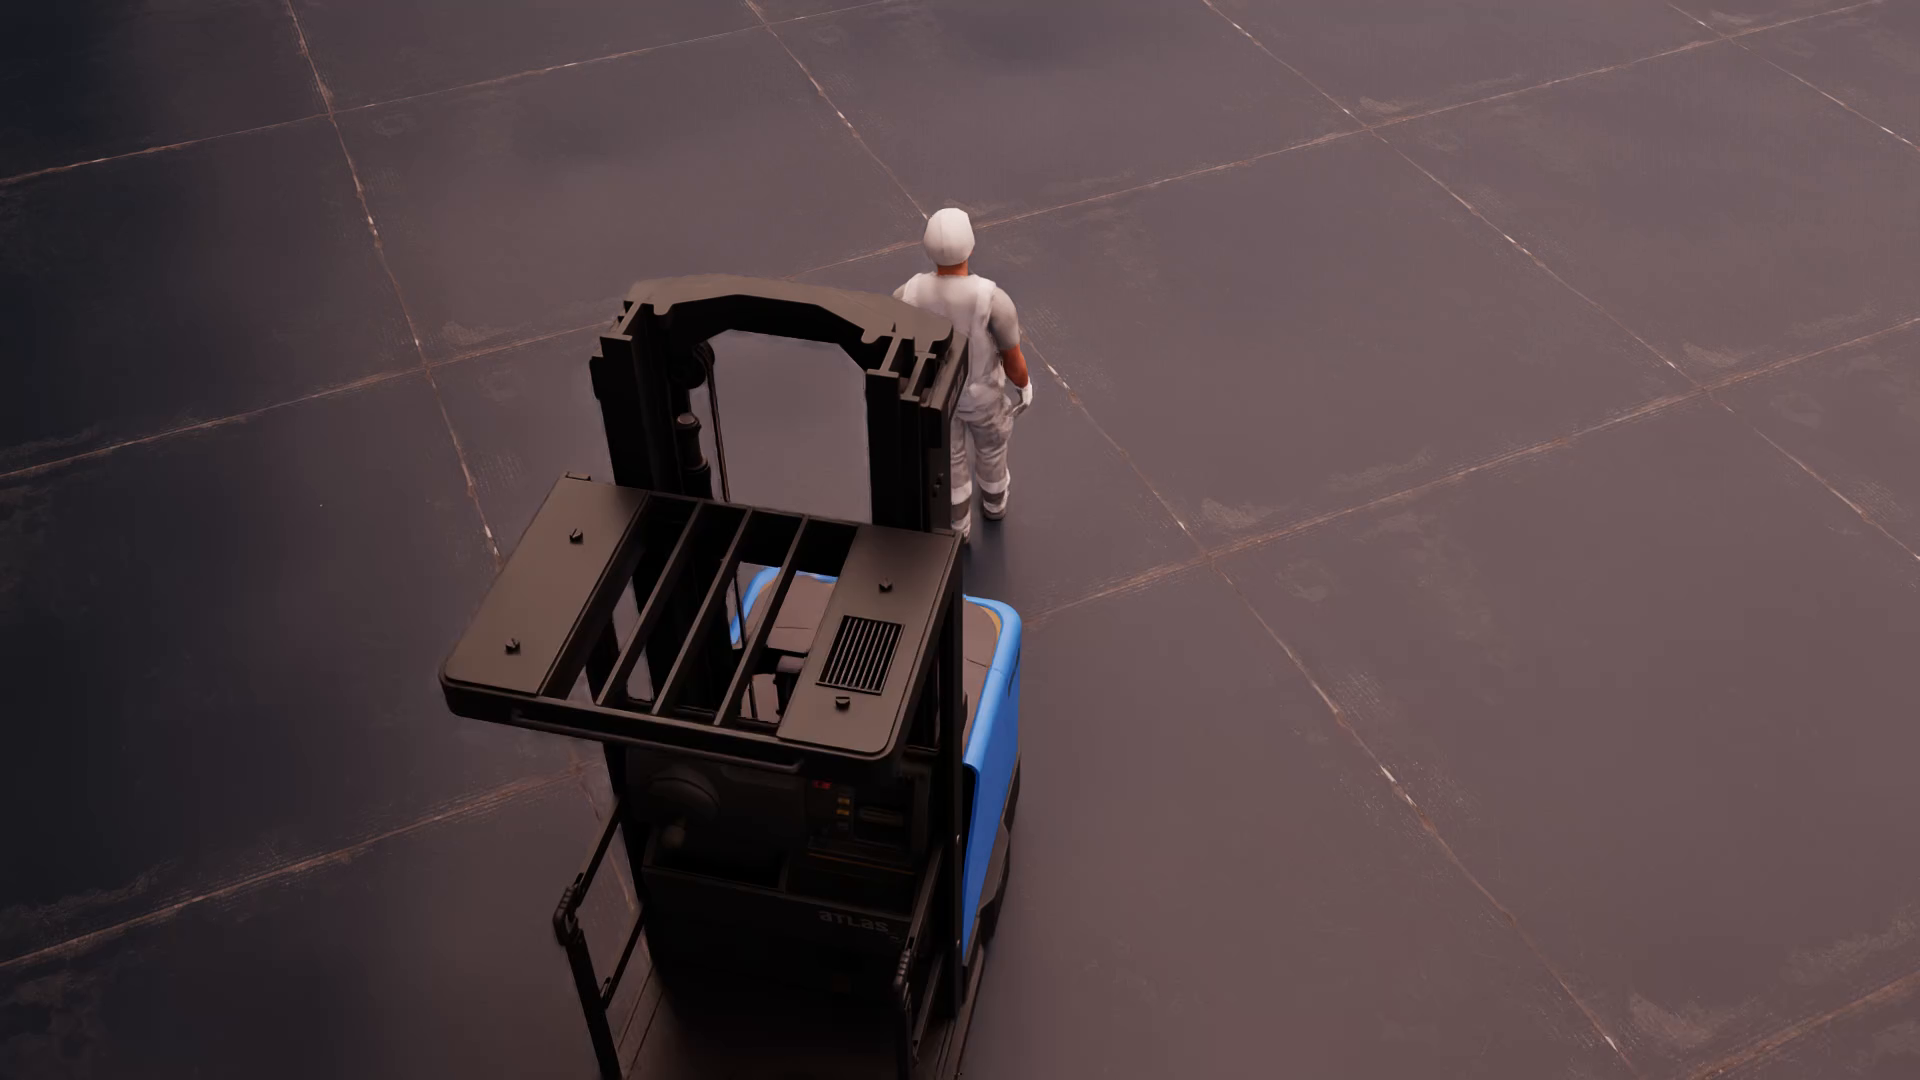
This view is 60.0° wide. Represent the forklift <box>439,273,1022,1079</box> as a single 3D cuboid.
[{"bbox_3d":[-0.587,0.852,4.767,1.130,2.935,3.031,9,44,9],"label":"forklift"}]

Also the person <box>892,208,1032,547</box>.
[{"bbox_3d":[0.021,-0.746,7.320,0.639,1.785,0.637,10,44,10],"label":"person"}]
